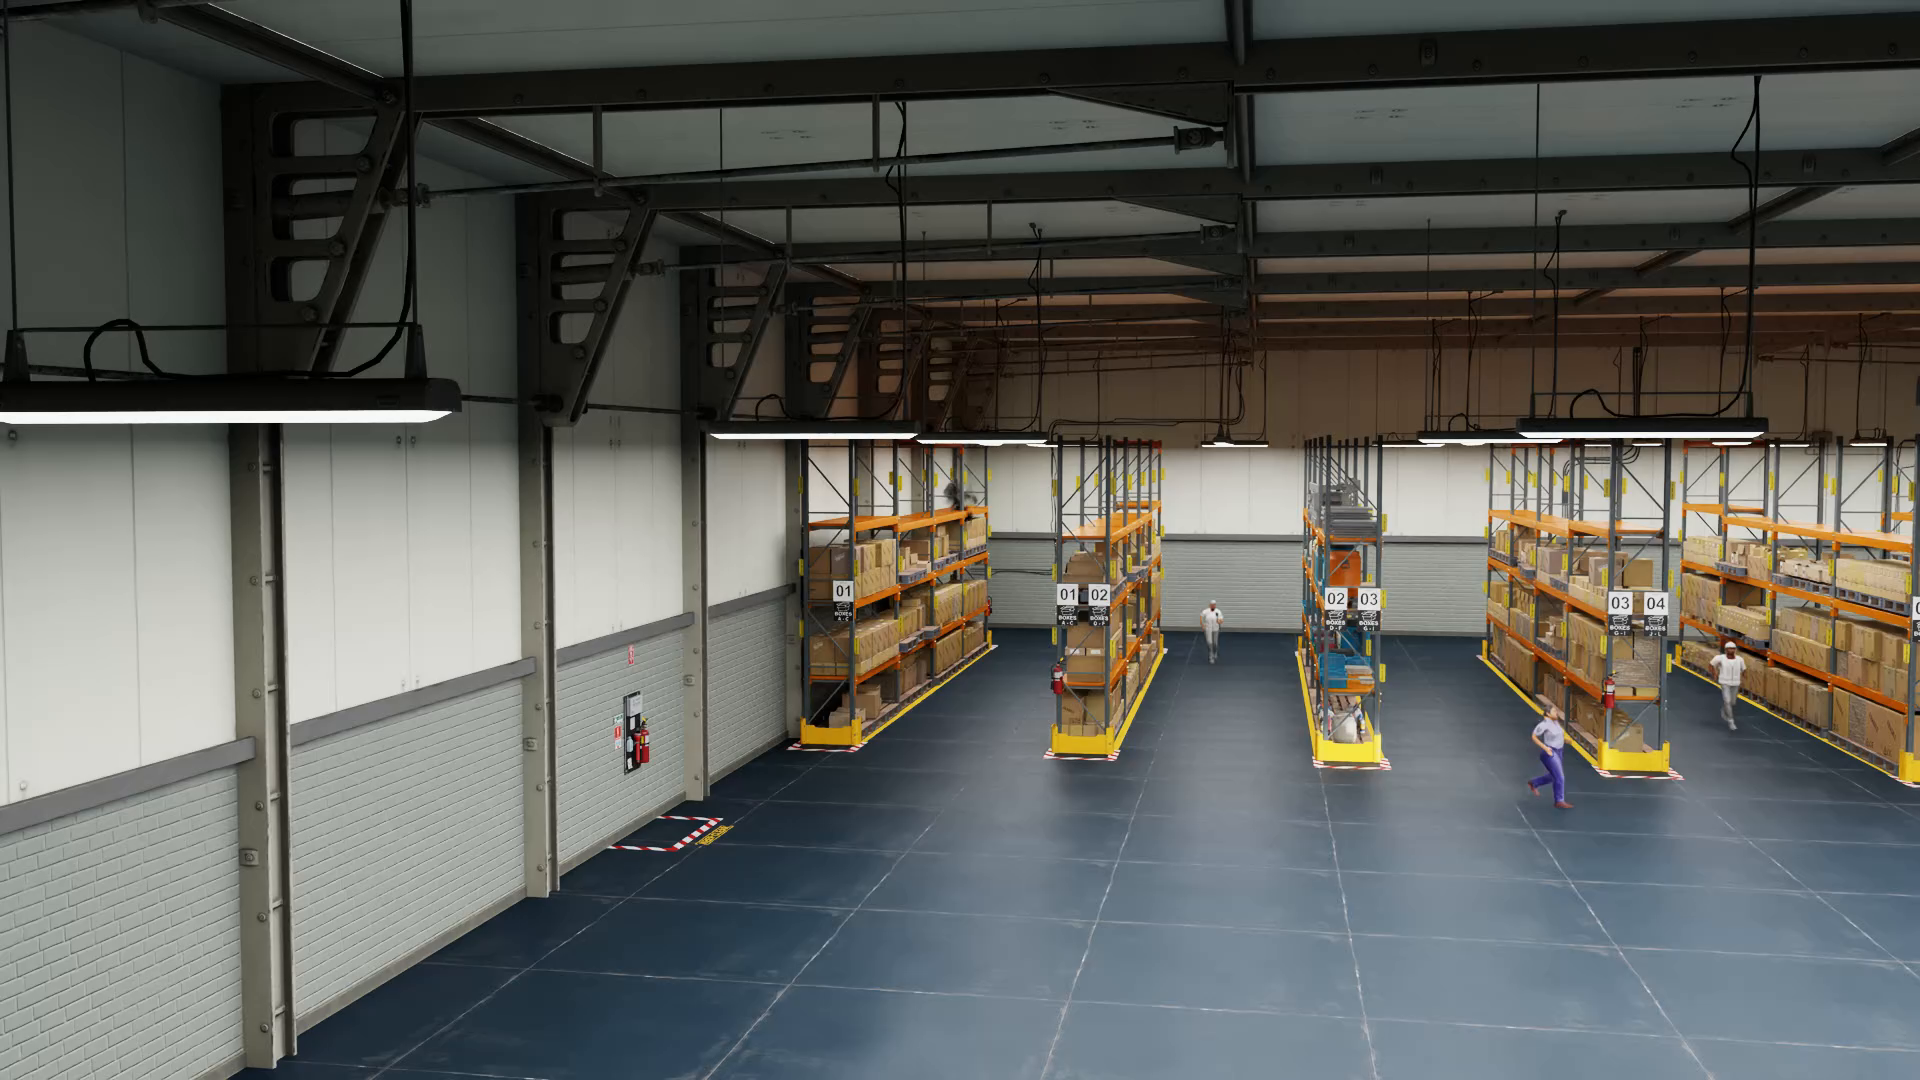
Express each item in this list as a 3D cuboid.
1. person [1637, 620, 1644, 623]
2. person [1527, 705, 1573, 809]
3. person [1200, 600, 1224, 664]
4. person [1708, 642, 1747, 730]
[{"bbox_3d":[17.596,2.537,42.516,0.655,1.758,0.643,1,3,12],"label":"person"},{"bbox_3d":[9.491,3.466,26.769,0.621,1.608,0.842,-3,4,-45],"label":"person"},{"bbox_3d":[6.803,2.463,44.948,0.617,1.681,0.945,0,3,-2],"label":"person"},{"bbox_3d":[15.878,2.982,34.329,0.700,1.773,0.968,0,3,5],"label":"person"}]
